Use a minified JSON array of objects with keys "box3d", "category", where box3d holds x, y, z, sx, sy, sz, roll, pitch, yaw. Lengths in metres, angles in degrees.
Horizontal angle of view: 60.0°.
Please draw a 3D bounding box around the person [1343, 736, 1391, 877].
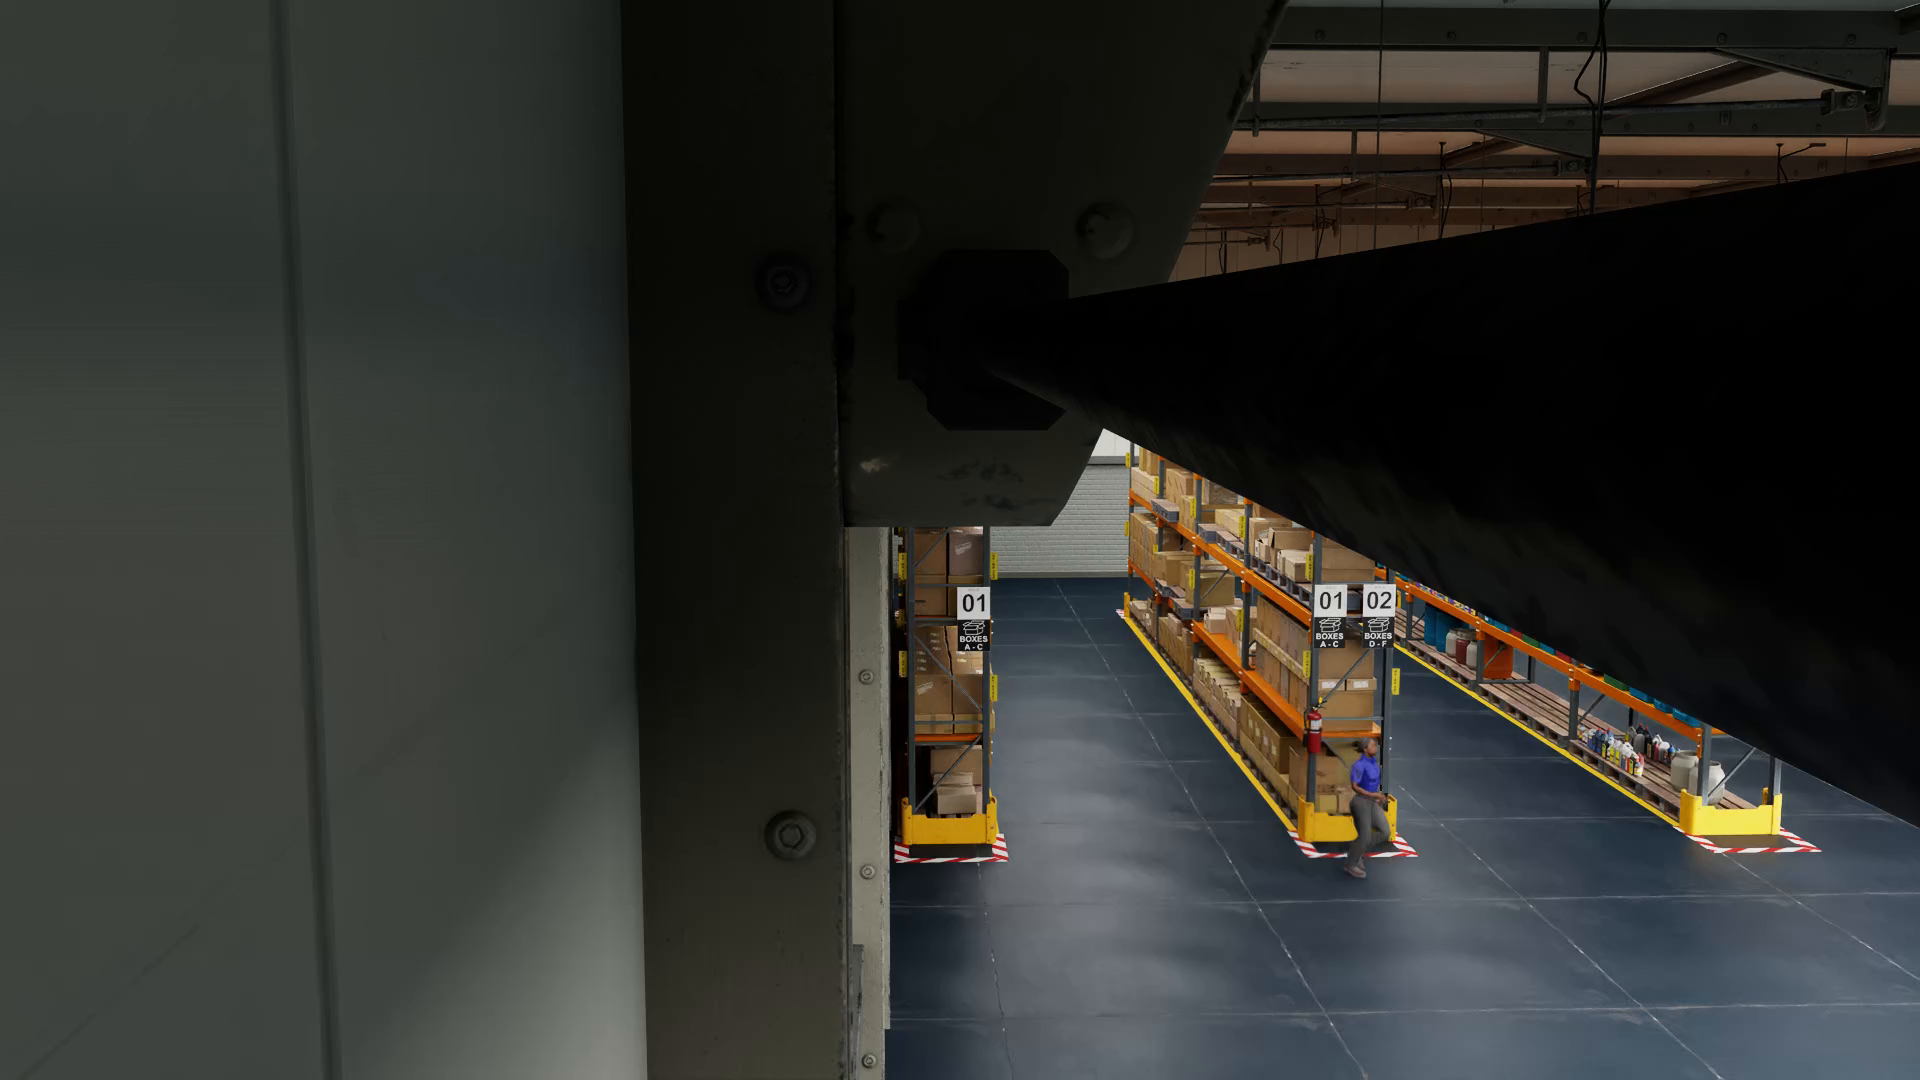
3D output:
[{"box3d":[4.736,3.083,19.213,0.536,1.614,0.597,6,9,37],"category":"person"}]
